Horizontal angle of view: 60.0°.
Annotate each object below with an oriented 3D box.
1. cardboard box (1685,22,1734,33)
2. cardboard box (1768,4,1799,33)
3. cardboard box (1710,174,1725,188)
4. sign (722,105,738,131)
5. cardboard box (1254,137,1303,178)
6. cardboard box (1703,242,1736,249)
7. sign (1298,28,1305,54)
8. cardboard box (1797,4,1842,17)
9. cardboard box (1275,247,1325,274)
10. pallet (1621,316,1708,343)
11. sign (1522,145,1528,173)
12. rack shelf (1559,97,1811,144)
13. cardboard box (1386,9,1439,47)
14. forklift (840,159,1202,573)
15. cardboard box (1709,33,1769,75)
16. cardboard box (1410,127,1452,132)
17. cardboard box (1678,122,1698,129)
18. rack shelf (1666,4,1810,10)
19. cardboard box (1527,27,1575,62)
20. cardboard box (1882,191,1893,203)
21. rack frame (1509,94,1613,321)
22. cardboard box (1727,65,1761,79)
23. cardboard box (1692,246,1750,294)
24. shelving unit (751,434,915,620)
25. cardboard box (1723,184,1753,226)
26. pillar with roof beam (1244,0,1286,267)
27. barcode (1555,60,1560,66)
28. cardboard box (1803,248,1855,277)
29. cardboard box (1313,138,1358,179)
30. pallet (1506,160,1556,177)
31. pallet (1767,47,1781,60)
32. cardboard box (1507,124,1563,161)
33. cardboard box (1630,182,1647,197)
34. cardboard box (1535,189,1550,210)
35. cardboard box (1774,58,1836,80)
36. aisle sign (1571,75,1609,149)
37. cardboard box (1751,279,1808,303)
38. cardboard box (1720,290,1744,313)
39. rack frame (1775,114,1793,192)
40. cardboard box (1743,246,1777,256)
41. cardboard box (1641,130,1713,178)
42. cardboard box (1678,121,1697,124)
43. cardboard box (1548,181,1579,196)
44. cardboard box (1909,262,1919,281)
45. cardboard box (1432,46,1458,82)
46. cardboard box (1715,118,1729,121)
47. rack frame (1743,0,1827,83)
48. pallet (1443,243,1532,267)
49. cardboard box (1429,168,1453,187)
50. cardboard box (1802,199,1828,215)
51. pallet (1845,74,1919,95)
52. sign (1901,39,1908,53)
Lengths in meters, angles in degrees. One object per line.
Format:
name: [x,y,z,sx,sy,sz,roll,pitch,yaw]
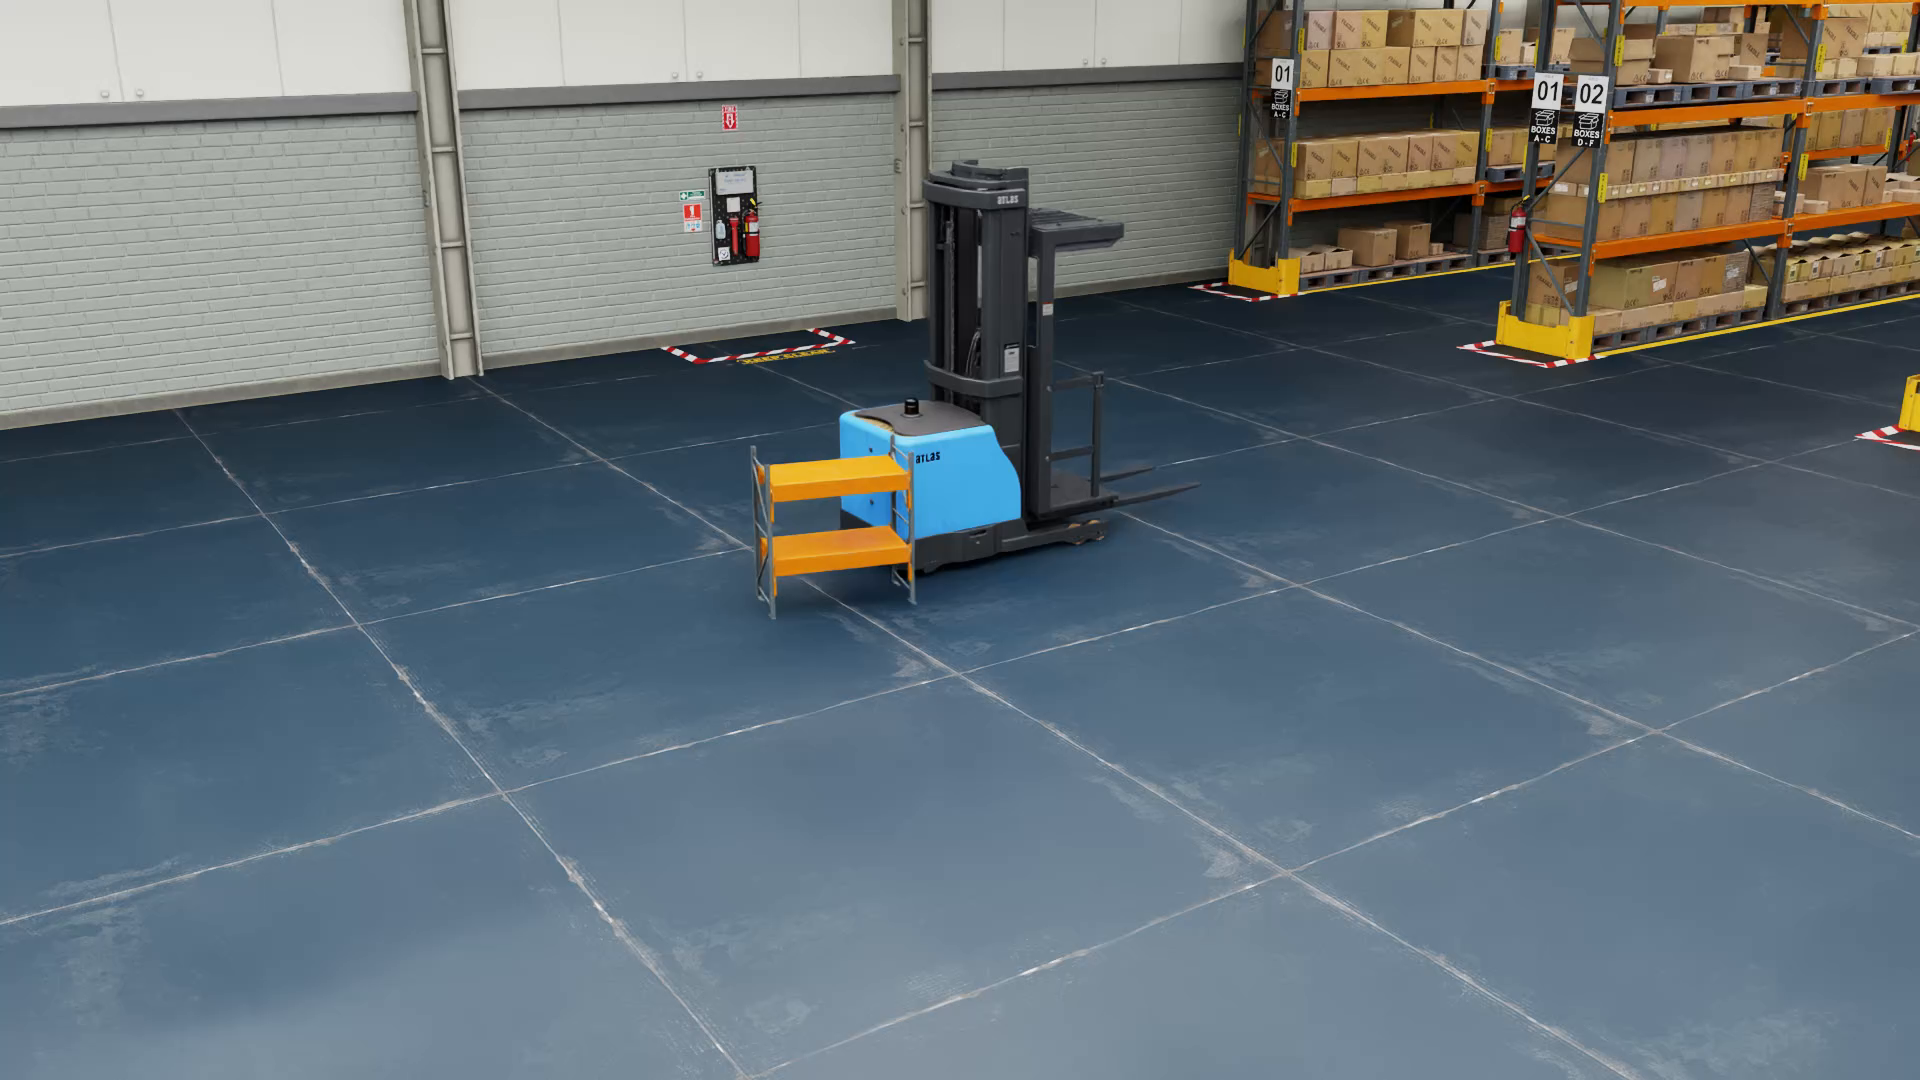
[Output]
cardboard box: [12.646,-8.522,28.241,0.500,0.500,0.700,-12,22,-31]
cardboard box: [14.779,-9.294,29.619,0.500,0.500,0.500,-12,22,-32]
cardboard box: [9.200,-4.450,20.554,0.250,0.149,0.380,-11,22,-30]
sign: [-2.747,-5.039,19.847,0.199,0.298,0.001,-12,22,-31]
cardboard box: [4.579,-5.477,23.793,0.500,0.500,0.500,-12,22,-32]
cardboard box: [9.811,-3.677,21.904,0.500,0.500,0.500,-12,22,-31]
sign: [4.600,-6.733,22.429,0.005,0.325,0.100,-12,22,-31]
cardboard box: [15.074,-9.159,29.220,0.500,0.500,0.500,-12,22,-32]
cardboard box: [4.929,-4.076,24.128,0.500,0.311,0.500,-15,24,-37]
pallet: [8.663,-2.757,21.071,1.213,0.211,1.003,-12,22,-31]
sign: [6.743,-4.527,19.774,0.005,0.325,0.100,-12,22,-31]
rack shelf: [8.700,-5.151,20.238,4.000,0.370,1.077,-12,22,-31]
cardboard box: [6.491,-7.344,23.853,0.500,0.500,0.500,-13,23,-33]
forklift: [0.578,-1.479,13.043,3.031,2.935,1.130,-11,22,-30]
cardboard box: [9.804,-6.139,21.005,0.500,0.500,0.500,-10,21,-27]
cardboard box: [7.135,-6.014,25.384,0.500,0.500,0.500,-13,22,-33]
cardboard box: [11.972,-6.757,27.896,0.500,0.500,0.500,-11,22,-30]
rack shelf: [12.654,-9.116,27.907,4.000,0.370,1.077,-12,22,-31]
cardboard box: [9.173,-7.707,25.863,0.500,0.500,0.500,-13,23,-33]
cardboard box: [12.677,-4.769,23.060,0.250,0.149,0.380,-10,21,-27]
rack frame: [7.029,-3.719,19.561,0.127,3.000,1.000,-12,22,-31]
cardboard box: [9.513,-5.705,20.271,0.250,0.149,0.380,-12,22,-31]
cardboard box: [9.679,-3.450,21.232,0.500,0.500,0.500,-12,22,-31]
shelving unit: [-0.896,-0.102,11.790,1.048,1.125,0.538,-6,20,-17]
cardboard box: [9.566,-4.296,21.113,0.500,0.500,0.700,-12,22,-32]
pillar with roof beam: [6.778,-7.088,20.161,0.400,9.000,9.100,-12,22,-31]
barcode: [7.016,-5.597,19.527,0.075,0.075,0.001,-12,22,-31]
cardboard box: [11.705,-3.770,22.474,0.500,0.311,0.500,-13,22,-33]
cardboard box: [5.284,-5.425,23.640,0.500,0.500,0.500,-12,22,-31]
pallet: [9.353,-6.002,26.613,1.213,0.211,1.003,-12,22,-31]
pallet: [15.013,-8.677,29.682,1.213,0.211,1.003,-12,22,-31]
cardboard box: [9.090,-6.305,26.367,0.500,0.500,0.700,-9,21,-24]
cardboard box: [7.904,-4.176,19.744,0.250,0.149,0.380,-12,22,-31]
cardboard box: [9.473,-5.515,26.921,0.500,0.250,0.500,-12,22,-32]
cardboard box: [10.890,-6.078,21.435,0.500,0.250,0.500,-9,21,-26]
aisle sign: [7.143,-4.857,18.868,0.004,0.787,0.394,-12,22,-31]
cardboard box: [10.843,-3.324,22.032,0.500,0.250,0.500,-13,22,-33]
cardboard box: [9.680,-3.094,21.351,0.500,0.250,0.500,-12,22,-31]
rack frame: [14.324,-7.157,29.731,0.127,3.000,1.000,-12,22,-31]
cardboard box: [10.982,-3.827,22.642,0.500,0.311,0.500,-11,22,-30]
cardboard box: [8.746,-4.740,20.401,0.500,0.500,0.700,-12,22,-31]
cardboard box: [11.953,-7.111,27.773,0.500,0.250,0.500,-12,22,-32]
cardboard box: [7.244,-4.192,19.791,0.250,0.149,0.380,-12,22,-32]
cardboard box: [13.406,-3.866,23.635,0.500,0.250,0.500,-11,22,-30]
cardboard box: [6.927,-6.985,24.351,0.500,0.500,0.500,-14,23,-36]
cardboard box: [12.791,-7.292,28.307,0.500,0.250,0.500,-12,22,-33]
rack frame: [10.370,-7.265,20.684,0.127,3.000,1.000,-12,22,-31]
pallet: [8.292,-4.564,26.416,1.213,0.211,1.003,-12,22,-31]
cardboard box: [6.993,-5.436,24.844,0.500,0.250,0.500,-12,22,-31]
cardboard box: [11.223,-4.406,21.985,0.250,0.149,0.380,-12,22,-31]
pallet: [12.261,-6.118,22.270,1.213,0.211,1.003,-11,21,-29]
sign: [13.414,-6.939,23.596,0.005,0.325,0.100,-12,22,-31]
